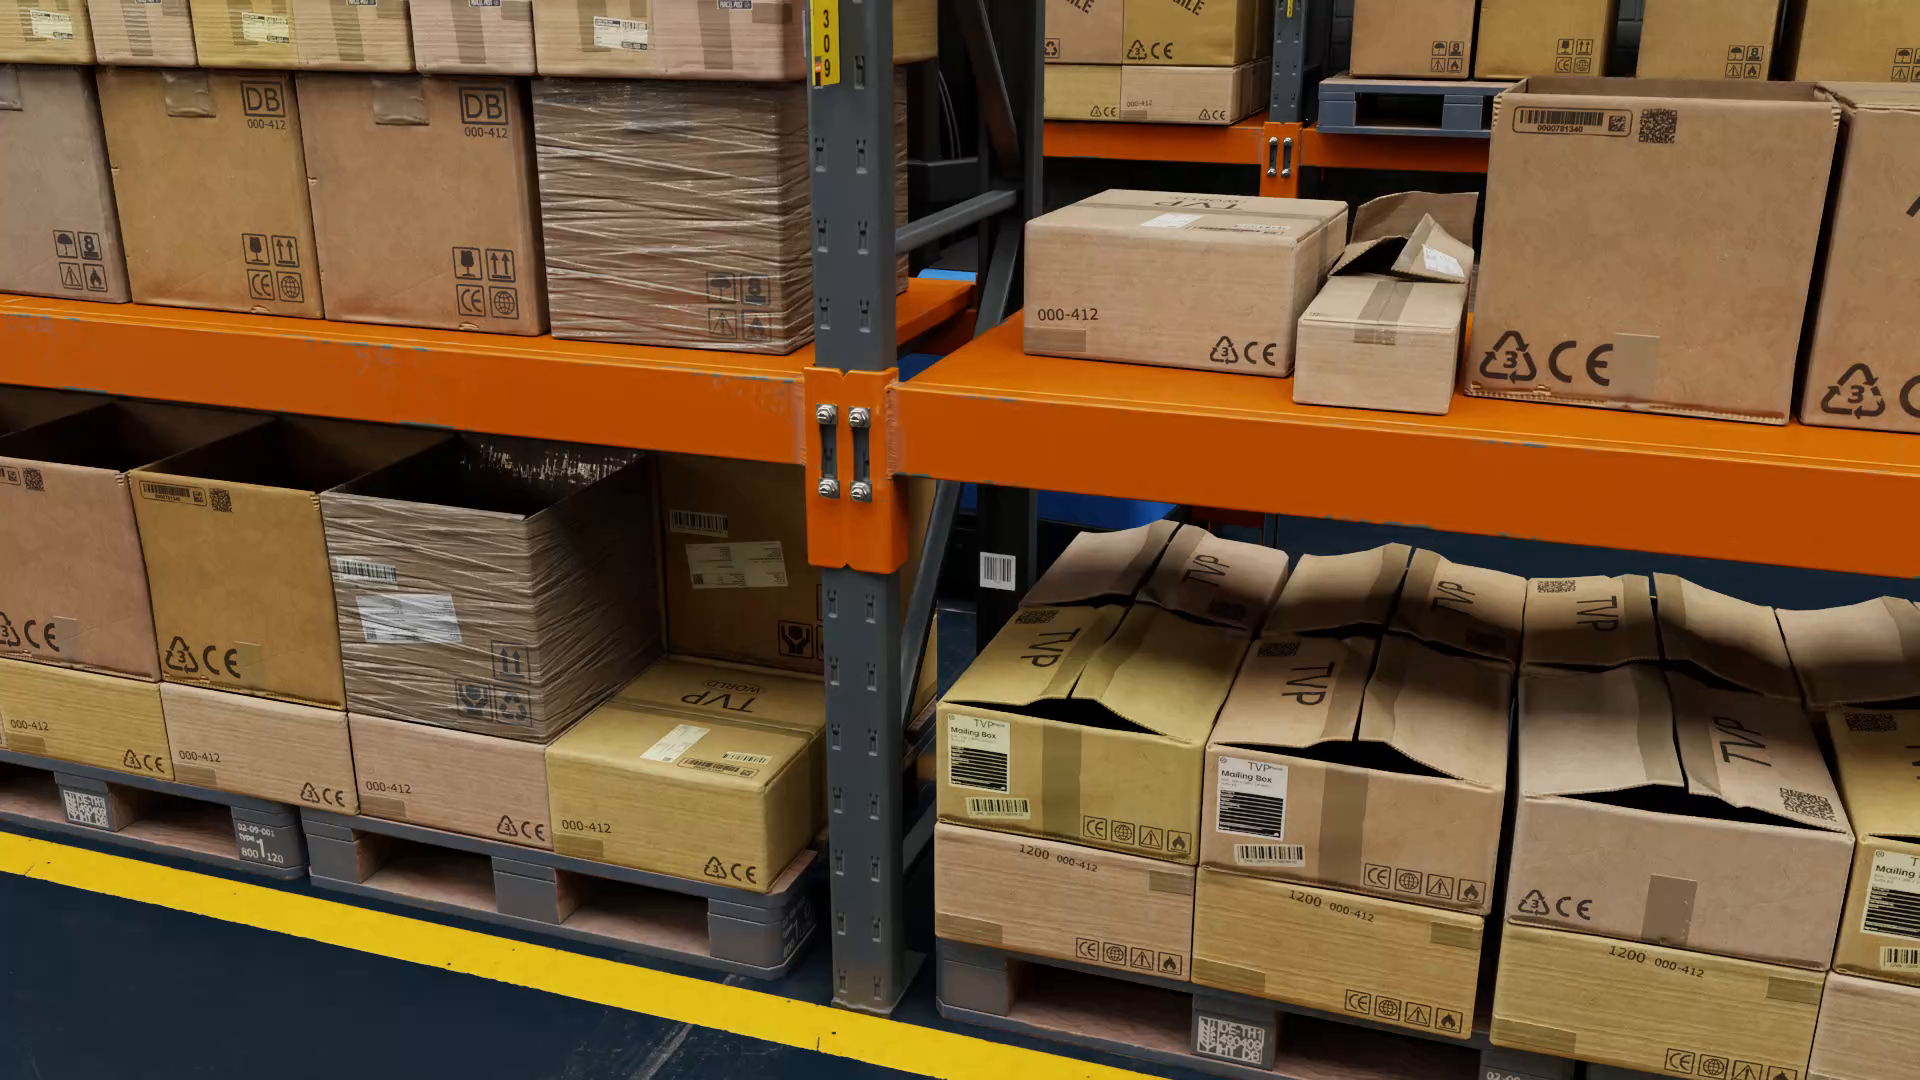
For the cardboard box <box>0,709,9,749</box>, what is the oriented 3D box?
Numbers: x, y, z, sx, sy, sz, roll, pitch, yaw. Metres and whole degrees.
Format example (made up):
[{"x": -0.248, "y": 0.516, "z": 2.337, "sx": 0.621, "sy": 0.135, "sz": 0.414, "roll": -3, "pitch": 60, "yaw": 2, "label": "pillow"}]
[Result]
[{"x": -2.435, "y": 0.283, "z": 4.247, "sx": 0.500, "sy": 0.250, "sz": 0.500, "roll": 7, "pitch": 20, "yaw": 18, "label": "cardboard box"}]

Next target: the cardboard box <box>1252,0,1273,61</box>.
[{"x": 1.211, "y": -2.568, "z": 7.945, "sx": 0.500, "sy": 0.500, "sz": 0.500, "roll": 6, "pitch": 20, "yaw": 17, "label": "cardboard box"}]

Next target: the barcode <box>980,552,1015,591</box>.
[{"x": 0.068, "y": 0.057, "z": 3.026, "sx": 0.075, "sy": 0.075, "sz": 0.001, "roll": 7, "pitch": 20, "yaw": 18, "label": "barcode"}]

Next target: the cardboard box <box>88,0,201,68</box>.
[{"x": -1.562, "y": -1.073, "z": 3.461, "sx": 0.250, "sy": 0.149, "sz": 0.380, "roll": 7, "pitch": 20, "yaw": 20, "label": "cardboard box"}]

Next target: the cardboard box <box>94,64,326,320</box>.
[{"x": -1.430, "y": -0.823, "z": 3.728, "sx": 0.500, "sy": 0.500, "sz": 0.700, "roll": 7, "pitch": 20, "yaw": 19, "label": "cardboard box"}]

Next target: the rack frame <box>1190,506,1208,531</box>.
[{"x": 0.815, "y": -0.371, "z": 5.545, "sx": 0.008, "sy": 1.050, "sz": 0.200, "roll": 9, "pitch": 21, "yaw": 24, "label": "rack frame"}]

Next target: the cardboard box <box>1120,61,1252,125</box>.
[{"x": 1.039, "y": -2.055, "z": 7.613, "sx": 0.500, "sy": 0.250, "sz": 0.500, "roll": 7, "pitch": 20, "yaw": 18, "label": "cardboard box"}]

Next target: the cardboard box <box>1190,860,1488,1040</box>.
[{"x": 0.746, "y": 0.657, "z": 3.174, "sx": 0.500, "sy": 0.250, "sz": 0.500, "roll": 7, "pitch": 20, "yaw": 19, "label": "cardboard box"}]

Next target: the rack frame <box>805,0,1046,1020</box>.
[{"x": -0.036, "y": -0.619, "z": 3.296, "sx": 0.127, "sy": 3.000, "sz": 1.000, "roll": 7, "pitch": 20, "yaw": 18, "label": "rack frame"}]

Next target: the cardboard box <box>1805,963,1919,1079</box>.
[{"x": 1.717, "y": 0.767, "z": 2.857, "sx": 0.500, "sy": 0.250, "sz": 0.500, "roll": 7, "pitch": 20, "yaw": 19, "label": "cardboard box"}]

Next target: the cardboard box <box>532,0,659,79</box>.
[{"x": -0.596, "y": -0.963, "z": 3.144, "sx": 0.250, "sy": 0.149, "sz": 0.380, "roll": 6, "pitch": 20, "yaw": 17, "label": "cardboard box"}]

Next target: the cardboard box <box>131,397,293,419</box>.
[{"x": -1.789, "y": -0.182, "z": 4.442, "sx": 0.500, "sy": 0.500, "sz": 0.500, "roll": 7, "pitch": 20, "yaw": 18, "label": "cardboard box"}]

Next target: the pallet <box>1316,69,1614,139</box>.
[{"x": 2.260, "y": -1.942, "z": 7.381, "sx": 1.213, "sy": 0.211, "sz": 1.003, "roll": 7, "pitch": 20, "yaw": 18, "label": "pallet"}]

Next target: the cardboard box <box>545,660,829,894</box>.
[{"x": -0.546, "y": 0.499, "z": 3.628, "sx": 0.500, "sy": 0.250, "sz": 0.500, "roll": 7, "pitch": 20, "yaw": 18, "label": "cardboard box"}]

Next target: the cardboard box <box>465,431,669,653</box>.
[{"x": -0.846, "y": -0.072, "z": 4.127, "sx": 0.500, "sy": 0.500, "sz": 0.500, "roll": 7, "pitch": 20, "yaw": 18, "label": "cardboard box"}]

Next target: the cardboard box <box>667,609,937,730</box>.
[{"x": -0.375, "y": 0.336, "z": 4.093, "sx": 0.500, "sy": 0.250, "sz": 0.500, "roll": 7, "pitch": 20, "yaw": 18, "label": "cardboard box"}]

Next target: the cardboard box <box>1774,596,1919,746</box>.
[{"x": 1.878, "y": 0.335, "z": 3.246, "sx": 0.500, "sy": 0.311, "sz": 0.500, "roll": 6, "pitch": 20, "yaw": 17, "label": "cardboard box"}]

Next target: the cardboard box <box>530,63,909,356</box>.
[{"x": -0.457, "y": -0.713, "z": 3.411, "sx": 0.500, "sy": 0.500, "sz": 0.700, "roll": 6, "pitch": 20, "yaw": 17, "label": "cardboard box"}]

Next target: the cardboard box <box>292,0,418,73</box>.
[{"x": -1.093, "y": -1.018, "z": 3.304, "sx": 0.250, "sy": 0.149, "sz": 0.380, "roll": 6, "pitch": 20, "yaw": 18, "label": "cardboard box"}]

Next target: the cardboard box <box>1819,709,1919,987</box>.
[{"x": 1.725, "y": 0.504, "z": 2.761, "sx": 0.500, "sy": 0.311, "sz": 0.500, "roll": 7, "pitch": 20, "yaw": 20, "label": "cardboard box"}]

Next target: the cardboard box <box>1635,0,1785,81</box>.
[{"x": 3.213, "y": -2.225, "z": 7.083, "sx": 0.500, "sy": 0.500, "sz": 0.700, "roll": 10, "pitch": 21, "yaw": 26, "label": "cardboard box"}]

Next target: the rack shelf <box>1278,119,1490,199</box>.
[{"x": 3.475, "y": -1.604, "z": 7.214, "sx": 4.000, "sy": 0.370, "sz": 1.077, "roll": 7, "pitch": 20, "yaw": 18, "label": "rack shelf"}]

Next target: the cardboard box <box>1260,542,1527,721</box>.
[{"x": 0.934, "y": 0.225, "z": 3.562, "sx": 0.500, "sy": 0.311, "sz": 0.500, "roll": 7, "pitch": 20, "yaw": 20, "label": "cardboard box"}]

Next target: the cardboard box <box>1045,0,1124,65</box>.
[{"x": 0.565, "y": -2.460, "z": 7.634, "sx": 0.500, "sy": 0.500, "sz": 0.500, "roll": 6, "pitch": 20, "yaw": 18, "label": "cardboard box"}]

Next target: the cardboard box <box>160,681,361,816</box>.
[{"x": -1.492, "y": 0.392, "z": 3.934, "sx": 0.500, "sy": 0.250, "sz": 0.500, "roll": 7, "pitch": 20, "yaw": 18, "label": "cardboard box"}]

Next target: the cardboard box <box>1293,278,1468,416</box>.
[{"x": 0.734, "y": -0.341, "z": 2.880, "sx": 0.250, "sy": 0.149, "sz": 0.380, "roll": 7, "pitch": 20, "yaw": 18, "label": "cardboard box"}]

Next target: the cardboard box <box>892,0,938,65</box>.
[{"x": -0.226, "y": -1.062, "z": 3.429, "sx": 0.250, "sy": 0.149, "sz": 0.380, "roll": 6, "pitch": 20, "yaw": 18, "label": "cardboard box"}]

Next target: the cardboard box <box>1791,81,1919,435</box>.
[{"x": 1.655, "y": -0.468, "z": 2.708, "sx": 0.500, "sy": 0.500, "sz": 0.500, "roll": 7, "pitch": 20, "yaw": 18, "label": "cardboard box"}]

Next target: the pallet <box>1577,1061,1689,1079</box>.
[{"x": 1.829, "y": 0.896, "z": 3.185, "sx": 1.213, "sy": 0.211, "sz": 1.003, "roll": 7, "pitch": 20, "yaw": 18, "label": "pallet"}]

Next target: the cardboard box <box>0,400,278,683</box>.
[{"x": -1.965, "y": -0.015, "z": 3.964, "sx": 0.500, "sy": 0.500, "sz": 0.500, "roll": 7, "pitch": 20, "yaw": 18, "label": "cardboard box"}]

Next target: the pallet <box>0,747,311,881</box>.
[{"x": -1.930, "y": 0.467, "z": 4.415, "sx": 1.213, "sy": 0.211, "sz": 1.003, "roll": 7, "pitch": 20, "yaw": 18, "label": "pallet"}]

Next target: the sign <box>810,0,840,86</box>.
[{"x": -0.217, "y": -0.893, "z": 2.645, "sx": 0.005, "sy": 0.325, "sz": 0.100, "roll": 7, "pitch": 20, "yaw": 18, "label": "sign"}]

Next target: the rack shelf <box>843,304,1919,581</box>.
[{"x": 1.853, "y": -0.064, "z": 2.794, "sx": 4.000, "sy": 0.370, "sz": 1.077, "roll": 7, "pitch": 20, "yaw": 18, "label": "rack shelf"}]

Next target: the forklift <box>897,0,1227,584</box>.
[{"x": -0.565, "y": -1.471, "z": 5.845, "sx": 3.031, "sy": 2.935, "sz": 1.130, "roll": 9, "pitch": 21, "yaw": 24, "label": "forklift"}]

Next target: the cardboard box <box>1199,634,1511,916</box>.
[{"x": 0.744, "y": 0.394, "z": 3.077, "sx": 0.500, "sy": 0.311, "sz": 0.500, "roll": 6, "pitch": 20, "yaw": 17, "label": "cardboard box"}]

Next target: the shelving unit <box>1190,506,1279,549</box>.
[{"x": 0.925, "y": -0.354, "z": 5.496, "sx": 0.252, "sy": 1.050, "sz": 0.215, "roll": 9, "pitch": 21, "yaw": 24, "label": "shelving unit"}]

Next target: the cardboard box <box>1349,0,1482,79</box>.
[{"x": 2.056, "y": -2.349, "z": 7.439, "sx": 0.500, "sy": 0.500, "sz": 0.700, "roll": 7, "pitch": 20, "yaw": 18, "label": "cardboard box"}]

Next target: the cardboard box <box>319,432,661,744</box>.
[{"x": -1.014, "y": 0.087, "z": 3.670, "sx": 0.500, "sy": 0.500, "sz": 0.500, "roll": 7, "pitch": 20, "yaw": 18, "label": "cardboard box"}]

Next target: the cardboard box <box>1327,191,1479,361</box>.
[{"x": 0.855, "y": -0.518, "z": 3.209, "sx": 0.258, "sy": 0.266, "sz": 0.396, "roll": 6, "pitch": 20, "yaw": 17, "label": "cardboard box"}]
